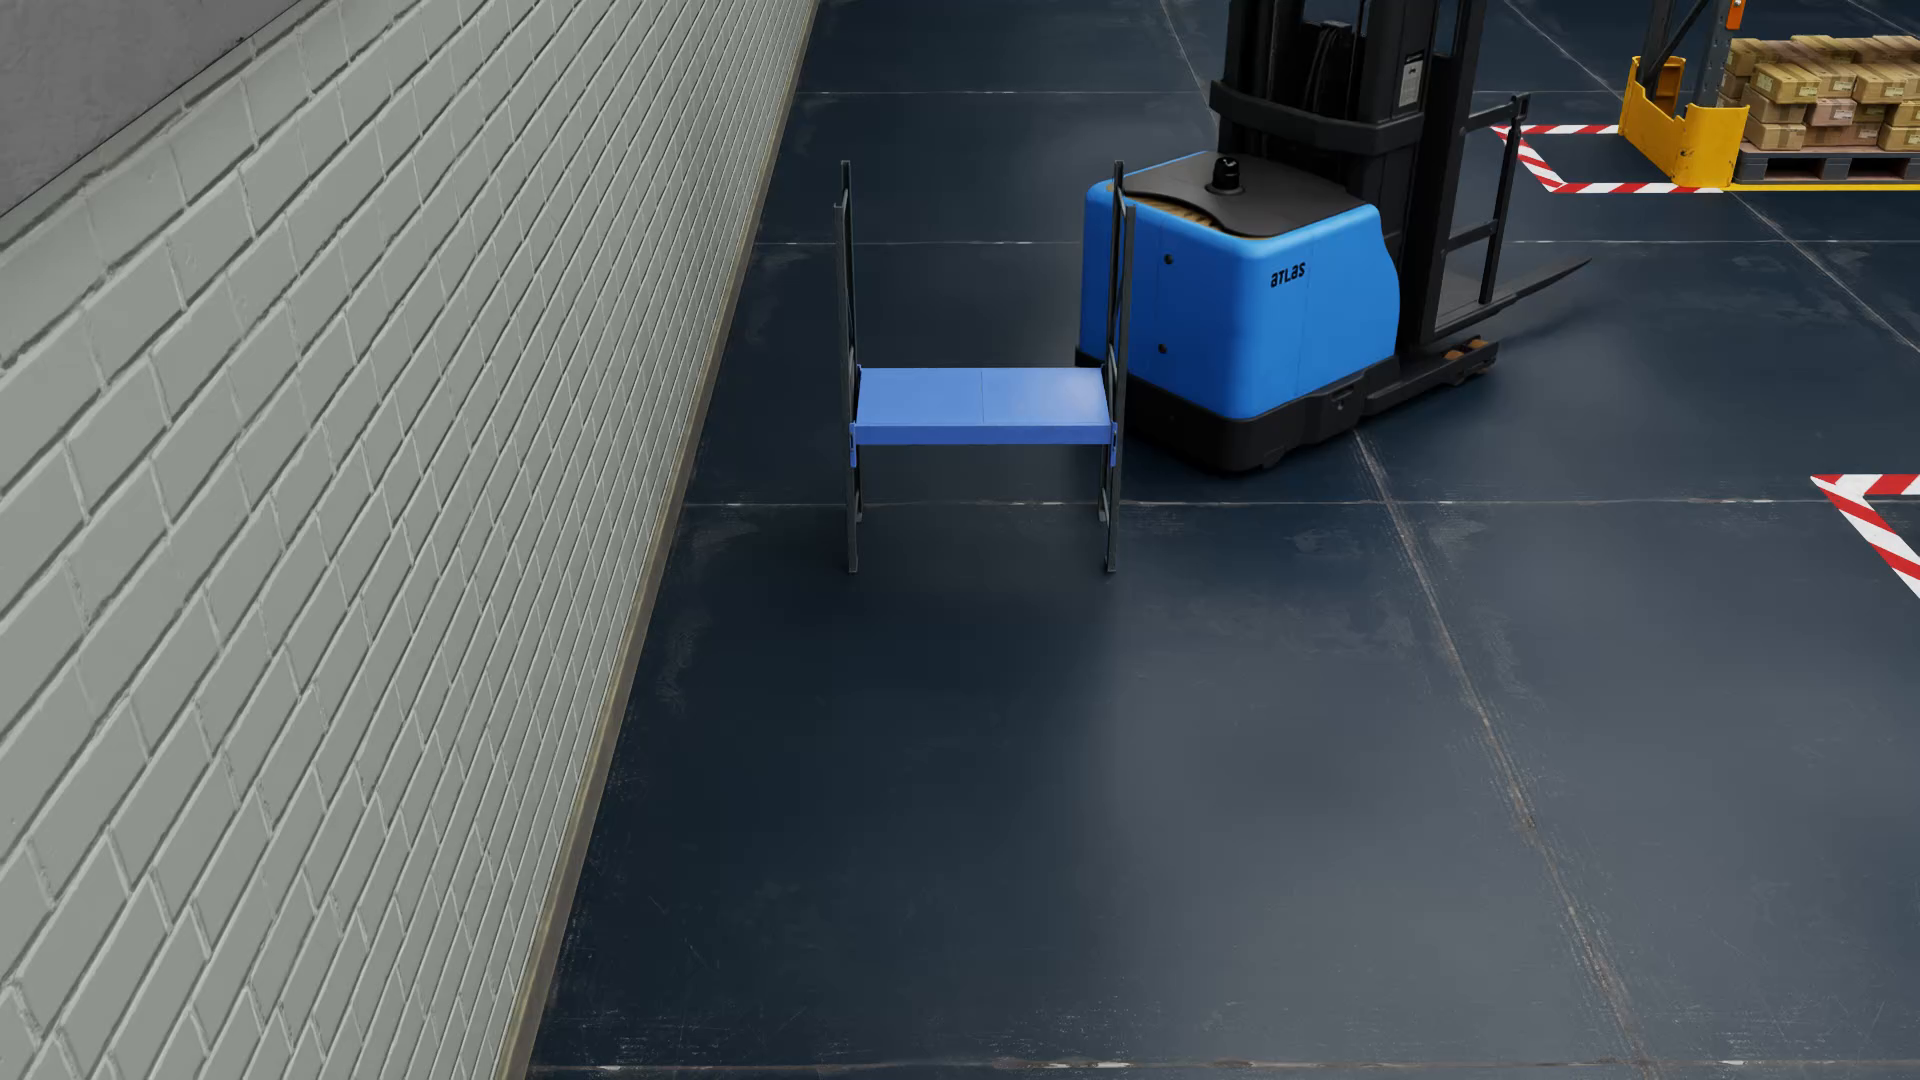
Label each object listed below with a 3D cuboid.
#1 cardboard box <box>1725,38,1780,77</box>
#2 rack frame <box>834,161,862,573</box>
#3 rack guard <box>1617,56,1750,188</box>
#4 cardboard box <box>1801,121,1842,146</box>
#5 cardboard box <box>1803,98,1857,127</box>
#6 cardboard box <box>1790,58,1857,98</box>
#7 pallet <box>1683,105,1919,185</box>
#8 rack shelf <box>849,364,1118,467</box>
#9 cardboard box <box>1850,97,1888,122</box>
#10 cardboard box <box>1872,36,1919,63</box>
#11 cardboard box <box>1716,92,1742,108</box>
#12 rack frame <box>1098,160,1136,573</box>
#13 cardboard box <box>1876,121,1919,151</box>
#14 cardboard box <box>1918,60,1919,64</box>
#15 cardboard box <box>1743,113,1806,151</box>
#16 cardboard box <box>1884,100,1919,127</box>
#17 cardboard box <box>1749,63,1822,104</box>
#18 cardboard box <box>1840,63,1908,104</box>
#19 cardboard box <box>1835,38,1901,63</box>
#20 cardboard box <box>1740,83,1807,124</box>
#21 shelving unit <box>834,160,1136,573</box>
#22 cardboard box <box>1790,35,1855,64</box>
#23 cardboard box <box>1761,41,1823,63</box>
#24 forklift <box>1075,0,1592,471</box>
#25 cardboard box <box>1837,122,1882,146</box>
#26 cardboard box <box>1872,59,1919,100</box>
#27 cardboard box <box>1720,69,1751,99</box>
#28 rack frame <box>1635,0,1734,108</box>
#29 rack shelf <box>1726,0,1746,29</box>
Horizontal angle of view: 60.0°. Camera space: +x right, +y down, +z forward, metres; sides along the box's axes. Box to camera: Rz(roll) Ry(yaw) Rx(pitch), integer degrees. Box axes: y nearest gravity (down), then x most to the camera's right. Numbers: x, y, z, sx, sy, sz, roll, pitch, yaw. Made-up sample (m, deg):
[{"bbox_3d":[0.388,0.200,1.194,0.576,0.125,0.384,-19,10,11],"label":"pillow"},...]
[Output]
[{"bbox_3d":[5.102,-3.131,10.789,0.250,0.149,0.380,0,31,0],"label":"cardboard box"},{"bbox_3d":[-0.423,-0.640,6.359,0.032,1.500,0.500,0,31,0],"label":"rack frame"},{"bbox_3d":[4.650,-2.715,10.742,0.348,0.500,1.175,0,31,0],"label":"rack guard"},{"bbox_3d":[5.361,-2.623,10.525,0.250,0.149,0.380,0,31,0],"label":"cardboard box"},{"bbox_3d":[5.374,-2.711,10.384,0.250,0.149,0.380,0,31,-1],"label":"cardboard box"},{"bbox_3d":[5.375,-2.887,10.386,0.250,0.149,0.380,0,31,1],"label":"cardboard box"},{"bbox_3d":[5.463,-2.575,10.791,1.213,0.211,1.003,0,31,0],"label":"pallet"},{"bbox_3d":[0.085,-0.488,6.455,1.000,0.185,0.538,0,31,0],"label":"rack shelf"},{"bbox_3d":[5.618,-2.758,10.460,0.250,0.149,0.380,0,31,0],"label":"cardboard box"},{"bbox_3d":[6.140,-3.167,10.848,0.250,0.149,0.380,1,31,2],"label":"cardboard box"},{"bbox_3d":[5.100,-2.854,10.905,0.250,0.149,0.380,0,31,1],"label":"cardboard box"},{"bbox_3d":[0.594,-0.643,6.364,0.032,1.500,0.500,0,31,0],"label":"rack frame"},{"bbox_3d":[5.866,-2.571,10.439,0.250,0.149,0.380,0,31,0],"label":"cardboard box"},{"bbox_3d":[6.153,-2.861,10.344,0.250,0.149,0.380,1,31,2],"label":"cardboard box"},{"bbox_3d":[5.100,-2.580,10.453,0.250,0.149,0.380,0,31,1],"label":"cardboard box"},{"bbox_3d":[5.875,-2.702,10.369,0.250,0.149,0.380,1,31,1],"label":"cardboard box"},{"bbox_3d":[5.100,-2.824,10.282,0.250,0.149,0.380,-2,31,-3],"label":"cardboard box"},{"bbox_3d":[5.628,-2.821,10.278,0.250,0.149,0.380,0,31,0],"label":"cardboard box"},{"bbox_3d":[5.871,-3.137,10.799,0.250,0.149,0.380,-1,31,-2],"label":"cardboard box"},{"bbox_3d":[5.100,-2.740,10.430,0.250,0.149,0.380,1,31,2],"label":"cardboard box"},{"bbox_3d":[0.085,-0.641,6.361,1.048,1.500,0.538,0,31,0],"label":"shelving unit"},{"bbox_3d":[5.612,-3.169,10.852,0.250,0.149,0.380,-1,31,-1],"label":"cardboard box"},{"bbox_3d":[5.354,-3.102,10.742,0.250,0.149,0.380,0,31,1],"label":"cardboard box"},{"bbox_3d":[1.977,-2.180,7.517,3.031,2.935,1.130,-24,39,-34],"label":"forklift"},{"bbox_3d":[5.610,-2.627,10.532,0.250,0.149,0.380,0,31,0],"label":"cardboard box"},{"bbox_3d":[5.876,-2.865,10.350,0.250,0.149,0.380,-2,31,-3],"label":"cardboard box"},{"bbox_3d":[5.100,-3.021,10.894,0.250,0.149,0.380,-1,31,-2],"label":"cardboard box"},{"bbox_3d":[4.574,-3.783,10.094,0.127,3.000,1.000,0,31,0],"label":"rack frame"},{"bbox_3d":[6.574,-3.482,10.291,4.000,0.370,1.077,0,31,0],"label":"rack shelf"}]
